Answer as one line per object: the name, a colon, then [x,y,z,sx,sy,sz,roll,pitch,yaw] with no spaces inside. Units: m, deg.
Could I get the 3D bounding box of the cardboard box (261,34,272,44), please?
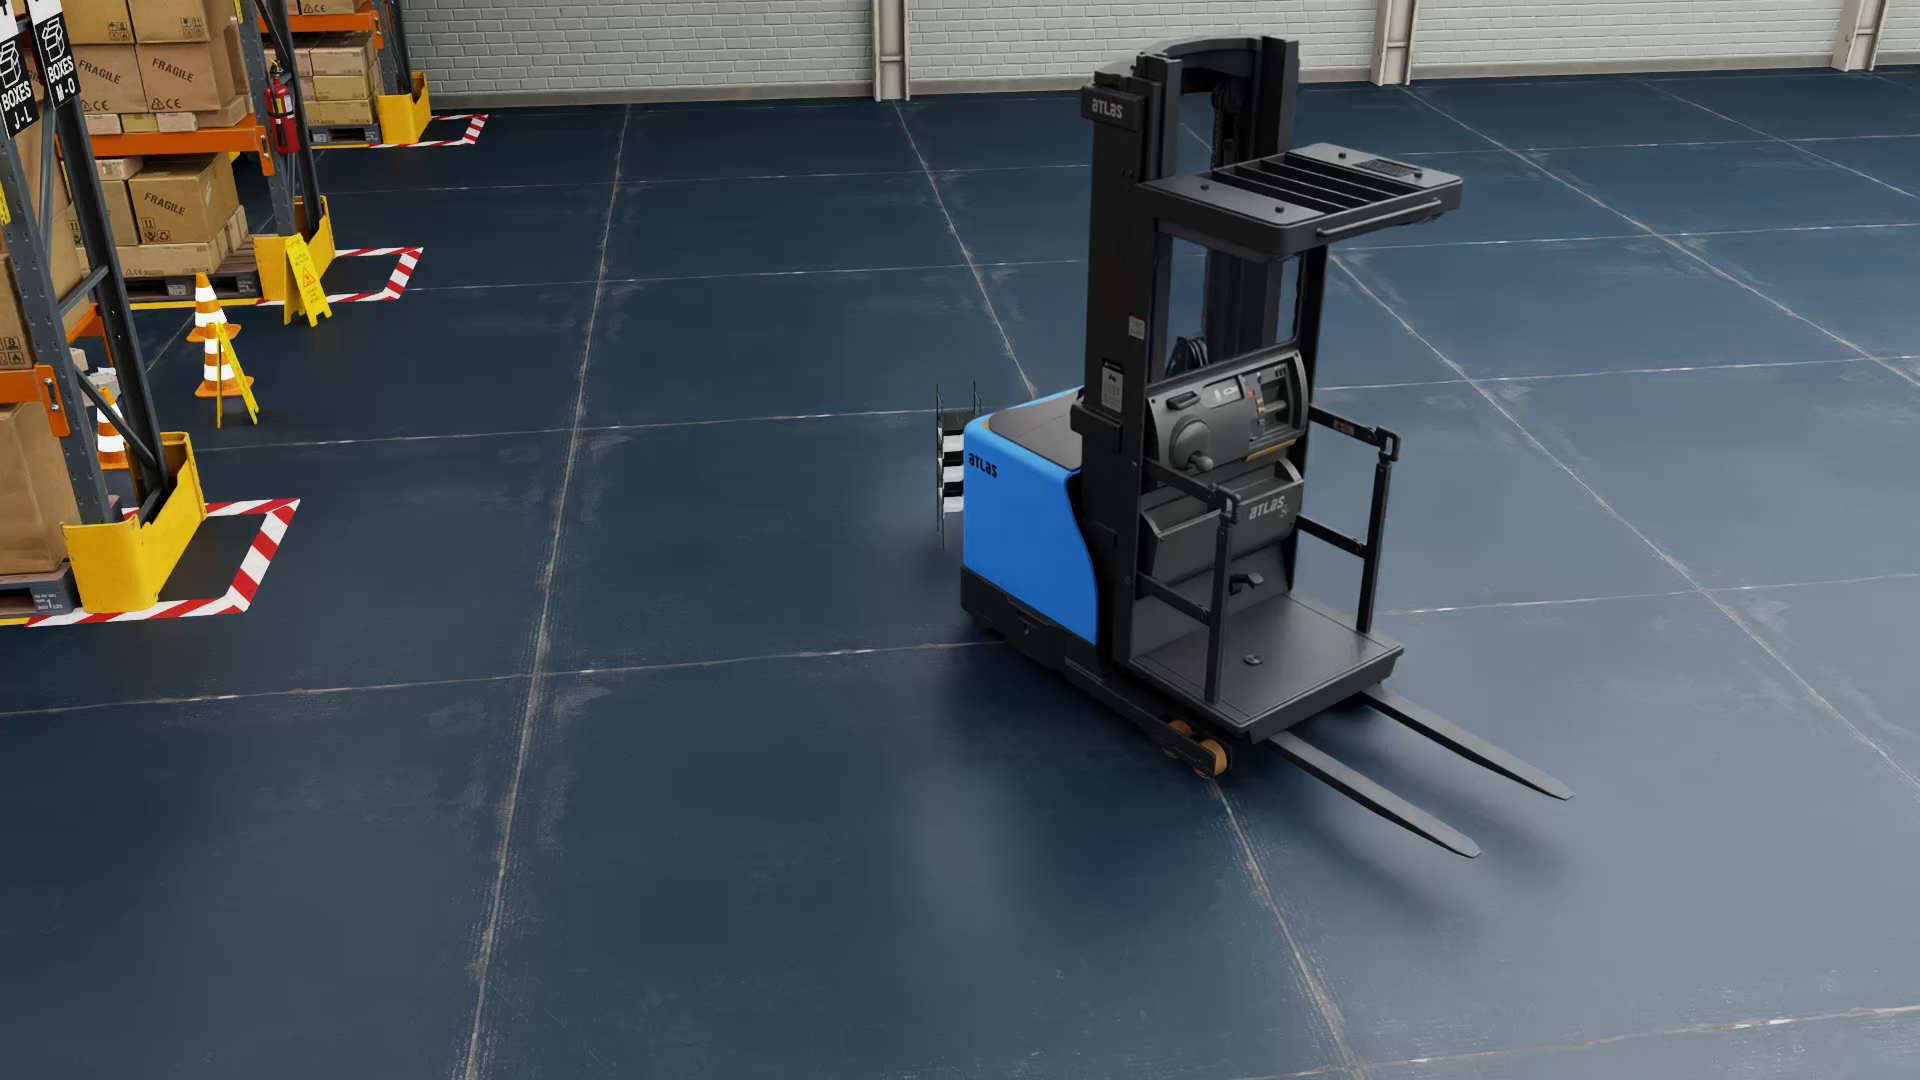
cardboard box: [-7.410,-5.102,17.364,0.500,0.250,0.500,-4,27,-7]

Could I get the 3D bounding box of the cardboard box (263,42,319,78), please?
cardboard box: [-6.834,-4.902,16.974,0.500,0.250,0.500,-3,27,-6]

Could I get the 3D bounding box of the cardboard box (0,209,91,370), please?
cardboard box: [-4.793,-1.247,8.230,0.550,0.550,0.875,-4,27,-7]

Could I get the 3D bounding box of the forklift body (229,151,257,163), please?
forklift body: [-7.541,-4.376,15.423,1.214,2.155,2.313,-4,27,-7]

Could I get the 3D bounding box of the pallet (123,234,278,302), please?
pallet: [-6.106,-2.174,13.256,1.213,0.211,1.003,-4,27,-7]

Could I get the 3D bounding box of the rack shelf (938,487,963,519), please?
rack shelf: [-0.008,-0.210,9.141,0.200,0.077,0.258,-4,27,-7]

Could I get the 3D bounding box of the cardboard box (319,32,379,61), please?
cardboard box: [-6.419,-5.162,17.482,0.500,0.250,0.500,-4,27,-8]

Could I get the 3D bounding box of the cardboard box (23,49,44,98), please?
cardboard box: [-6.713,-3.413,12.181,0.500,0.500,0.500,-4,27,-7]

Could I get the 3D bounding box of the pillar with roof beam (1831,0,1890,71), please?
pillar with roof beam: [11.692,-7.930,14.848,0.400,9.000,9.100,-4,27,-7]

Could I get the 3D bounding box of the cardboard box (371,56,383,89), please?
cardboard box: [-6.412,-4.949,17.614,0.500,0.250,0.500,-3,27,-6]

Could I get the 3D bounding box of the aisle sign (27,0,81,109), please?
aisle sign: [-4.404,-2.521,8.029,0.004,0.787,0.394,-4,27,-7]

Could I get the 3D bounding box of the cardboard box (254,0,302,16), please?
cardboard box: [-6.883,-5.565,16.700,0.500,0.500,0.500,-3,27,-5]

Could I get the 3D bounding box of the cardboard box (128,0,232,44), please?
cardboard box: [-5.697,-3.946,12.124,0.500,0.500,0.700,-4,27,-8]

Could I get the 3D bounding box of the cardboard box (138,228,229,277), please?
cardboard box: [-6.009,-2.244,12.890,0.500,0.250,0.500,-4,27,-7]

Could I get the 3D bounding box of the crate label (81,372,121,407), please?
crate label: [-5.746,-1.013,11.074,0.298,0.136,0.250,-20,33,-33]

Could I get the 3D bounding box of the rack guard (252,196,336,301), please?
rack guard: [-5.297,-2.338,13.260,0.348,0.500,1.175,-4,27,-7]

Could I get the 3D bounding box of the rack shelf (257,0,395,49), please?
rack shelf: [-7.898,-5.252,16.988,4.000,0.370,1.077,-4,27,-7]

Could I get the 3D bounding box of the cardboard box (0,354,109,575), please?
cardboard box: [-5.094,-0.393,8.597,0.875,0.875,0.875,-4,27,-7]

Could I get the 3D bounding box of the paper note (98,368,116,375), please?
paper note: [-5.881,-1.174,11.505,0.142,0.019,0.148,-14,30,-25]

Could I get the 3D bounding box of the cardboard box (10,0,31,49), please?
cardboard box: [-6.690,-3.838,11.914,0.500,0.500,0.700,-4,27,-8]

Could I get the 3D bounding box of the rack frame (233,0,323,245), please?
rack frame: [-5.222,-3.455,12.698,0.127,3.000,1.000,-4,27,-7]

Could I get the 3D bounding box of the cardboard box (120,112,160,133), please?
cardboard box: [-6.055,-3.150,12.379,0.250,0.149,0.380,-4,27,-8]

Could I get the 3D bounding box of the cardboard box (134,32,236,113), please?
cardboard box: [-5.721,-3.473,12.298,0.500,0.500,0.500,-4,27,-8]

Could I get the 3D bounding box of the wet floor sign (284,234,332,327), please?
wet floor sign: [-4.885,-1.936,12.317,0.232,0.644,0.267,6,28,11]

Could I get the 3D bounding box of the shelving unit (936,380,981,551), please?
shelving unit: [-0.008,-0.400,9.044,0.210,0.900,0.258,-4,27,-7]

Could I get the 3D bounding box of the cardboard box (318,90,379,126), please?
cardboard box: [-6.338,-4.490,17.266,0.500,0.250,0.500,-3,27,-7]

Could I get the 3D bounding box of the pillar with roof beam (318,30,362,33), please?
pillar with roof beam: [-6.132,-6.785,12.617,0.400,9.000,9.100,-4,27,-7]

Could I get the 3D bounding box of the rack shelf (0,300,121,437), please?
rack shelf: [-6.413,-0.777,8.266,4.000,0.370,1.077,-4,27,-7]

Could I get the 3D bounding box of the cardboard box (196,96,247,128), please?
cardboard box: [-5.562,-3.223,12.521,0.250,0.149,0.380,-3,27,-5]

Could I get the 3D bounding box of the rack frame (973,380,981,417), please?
rack frame: [0.093,-0.406,9.056,0.006,0.900,0.240,-4,27,-7]

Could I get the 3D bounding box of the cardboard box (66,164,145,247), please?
cardboard box: [-6.495,-2.549,12.662,0.500,0.500,0.500,-3,27,-5]

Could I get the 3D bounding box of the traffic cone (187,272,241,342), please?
traffic cone: [-5.468,-1.716,12.088,0.334,0.463,0.336,-4,27,-7]

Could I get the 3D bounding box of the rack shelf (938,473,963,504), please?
rack shelf: [-0.008,-0.290,9.100,0.200,0.077,0.258,-4,27,-7]

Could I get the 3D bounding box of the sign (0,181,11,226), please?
sign: [-4.370,-1.598,7.552,0.005,0.325,0.100,-4,27,-7]

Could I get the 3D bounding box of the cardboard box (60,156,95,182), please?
cardboard box: [-6.582,-2.804,12.449,0.250,0.149,0.380,-3,27,-6]

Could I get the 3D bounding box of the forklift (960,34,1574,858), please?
forklift: [1.301,-0.524,7.061,1.130,2.935,3.031,-20,33,-33]

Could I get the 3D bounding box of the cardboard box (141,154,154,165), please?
cardboard box: [-6.600,-2.789,13.131,0.500,0.500,0.500,-5,28,-9]

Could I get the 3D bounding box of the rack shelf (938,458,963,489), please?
rack shelf: [-0.008,-0.370,9.059,0.200,0.077,0.258,-4,27,-7]

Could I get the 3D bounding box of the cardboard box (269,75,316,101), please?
cardboard box: [-6.854,-4.686,17.100,0.500,0.250,0.500,-4,27,-8]

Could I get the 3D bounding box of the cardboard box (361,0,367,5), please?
cardboard box: [-6.446,-5.838,17.232,0.500,0.500,0.500,-3,27,-5]

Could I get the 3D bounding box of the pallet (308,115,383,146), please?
pallet: [-6.669,-4.391,17.576,1.213,0.211,1.003,-4,27,-7]

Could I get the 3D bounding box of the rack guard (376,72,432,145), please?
rack guard: [-5.893,-4.588,17.645,0.348,0.500,1.175,-4,27,-7]
